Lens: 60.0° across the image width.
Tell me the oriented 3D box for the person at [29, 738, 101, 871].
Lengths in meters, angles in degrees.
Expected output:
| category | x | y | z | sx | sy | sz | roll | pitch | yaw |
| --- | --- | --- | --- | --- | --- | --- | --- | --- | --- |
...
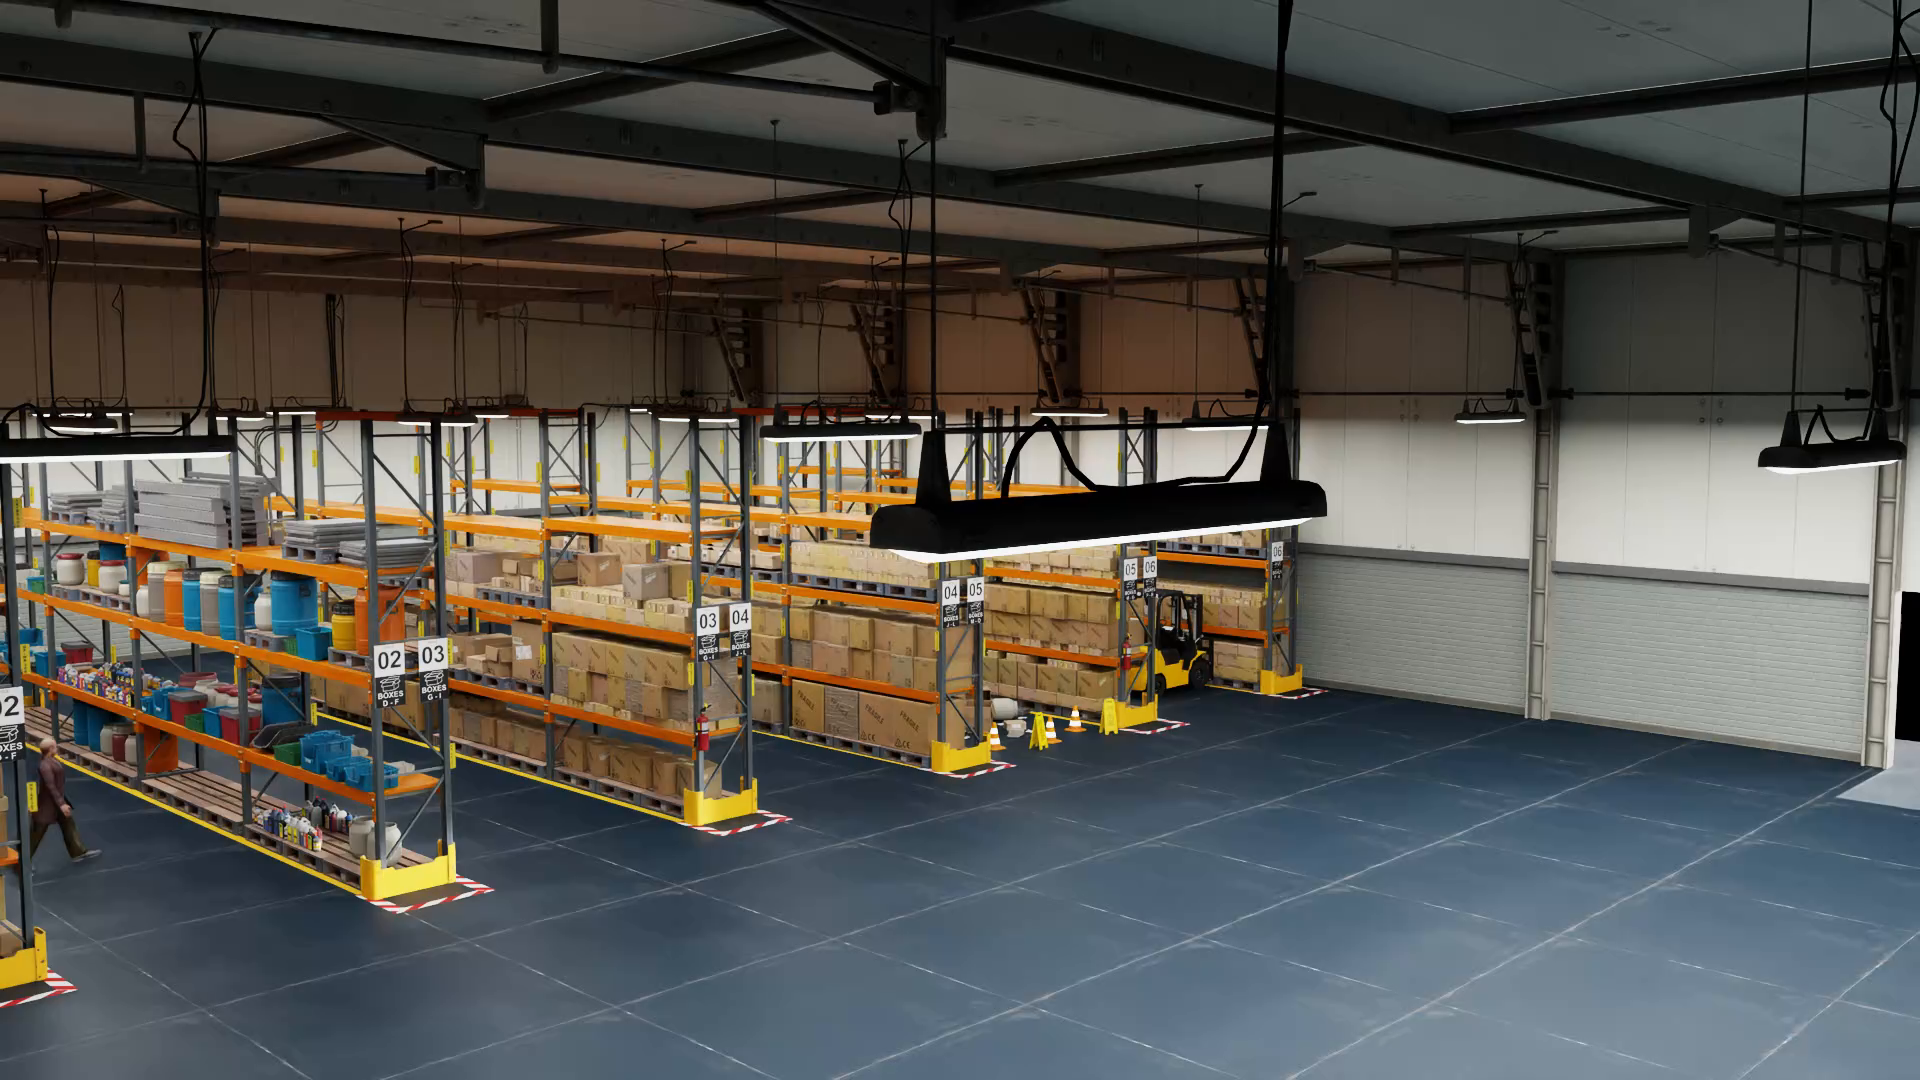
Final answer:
| category | x | y | z | sx | sy | sz | roll | pitch | yaw |
| --- | --- | --- | --- | --- | --- | --- | --- | --- | --- |
| person | -12.080 | 3.494 | 22.166 | 0.968 | 1.743 | 0.668 | -1 | 5 | -13 |
